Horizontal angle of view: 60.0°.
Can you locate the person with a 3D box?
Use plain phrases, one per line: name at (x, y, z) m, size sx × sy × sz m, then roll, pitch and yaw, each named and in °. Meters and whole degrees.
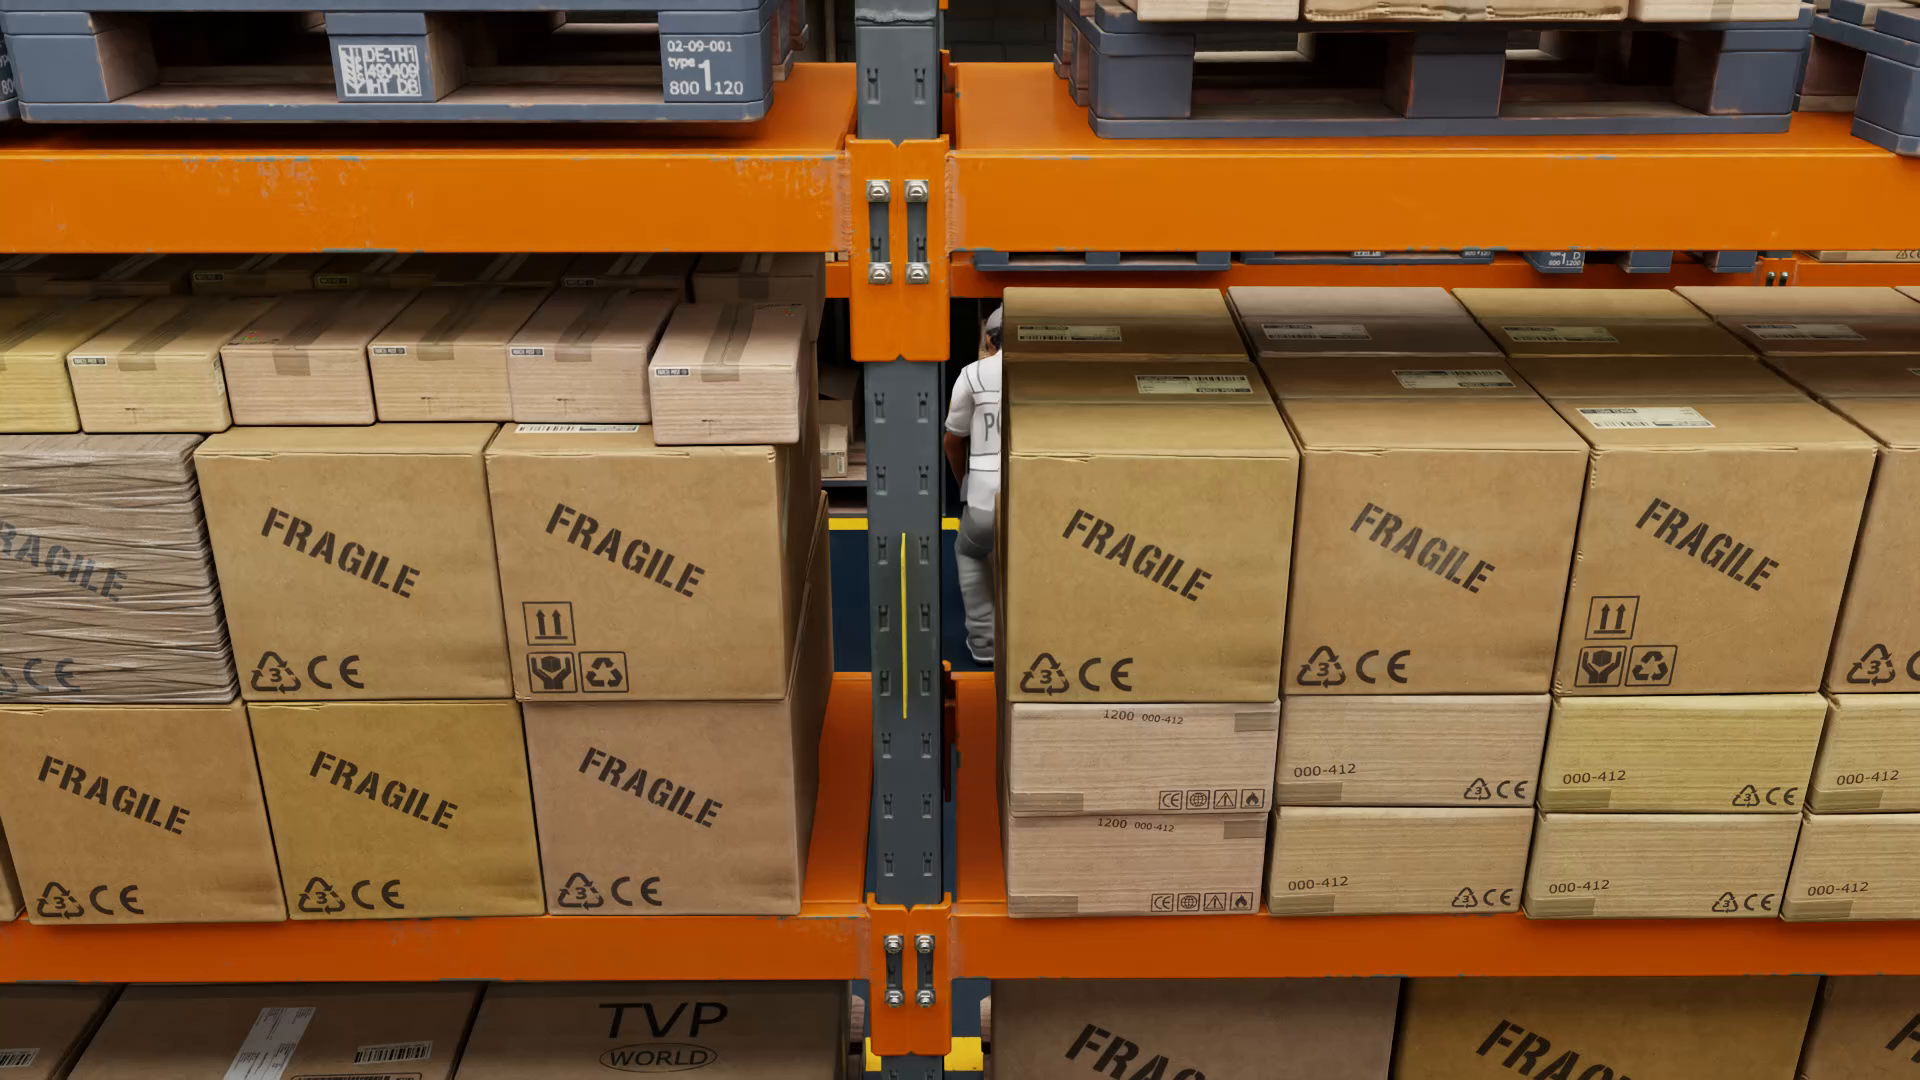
person at (0.197, -0.190, 6.790) m, size 0.530 × 1.457 × 0.671 m, roll 0°, pitch 24°, yaw 0°
